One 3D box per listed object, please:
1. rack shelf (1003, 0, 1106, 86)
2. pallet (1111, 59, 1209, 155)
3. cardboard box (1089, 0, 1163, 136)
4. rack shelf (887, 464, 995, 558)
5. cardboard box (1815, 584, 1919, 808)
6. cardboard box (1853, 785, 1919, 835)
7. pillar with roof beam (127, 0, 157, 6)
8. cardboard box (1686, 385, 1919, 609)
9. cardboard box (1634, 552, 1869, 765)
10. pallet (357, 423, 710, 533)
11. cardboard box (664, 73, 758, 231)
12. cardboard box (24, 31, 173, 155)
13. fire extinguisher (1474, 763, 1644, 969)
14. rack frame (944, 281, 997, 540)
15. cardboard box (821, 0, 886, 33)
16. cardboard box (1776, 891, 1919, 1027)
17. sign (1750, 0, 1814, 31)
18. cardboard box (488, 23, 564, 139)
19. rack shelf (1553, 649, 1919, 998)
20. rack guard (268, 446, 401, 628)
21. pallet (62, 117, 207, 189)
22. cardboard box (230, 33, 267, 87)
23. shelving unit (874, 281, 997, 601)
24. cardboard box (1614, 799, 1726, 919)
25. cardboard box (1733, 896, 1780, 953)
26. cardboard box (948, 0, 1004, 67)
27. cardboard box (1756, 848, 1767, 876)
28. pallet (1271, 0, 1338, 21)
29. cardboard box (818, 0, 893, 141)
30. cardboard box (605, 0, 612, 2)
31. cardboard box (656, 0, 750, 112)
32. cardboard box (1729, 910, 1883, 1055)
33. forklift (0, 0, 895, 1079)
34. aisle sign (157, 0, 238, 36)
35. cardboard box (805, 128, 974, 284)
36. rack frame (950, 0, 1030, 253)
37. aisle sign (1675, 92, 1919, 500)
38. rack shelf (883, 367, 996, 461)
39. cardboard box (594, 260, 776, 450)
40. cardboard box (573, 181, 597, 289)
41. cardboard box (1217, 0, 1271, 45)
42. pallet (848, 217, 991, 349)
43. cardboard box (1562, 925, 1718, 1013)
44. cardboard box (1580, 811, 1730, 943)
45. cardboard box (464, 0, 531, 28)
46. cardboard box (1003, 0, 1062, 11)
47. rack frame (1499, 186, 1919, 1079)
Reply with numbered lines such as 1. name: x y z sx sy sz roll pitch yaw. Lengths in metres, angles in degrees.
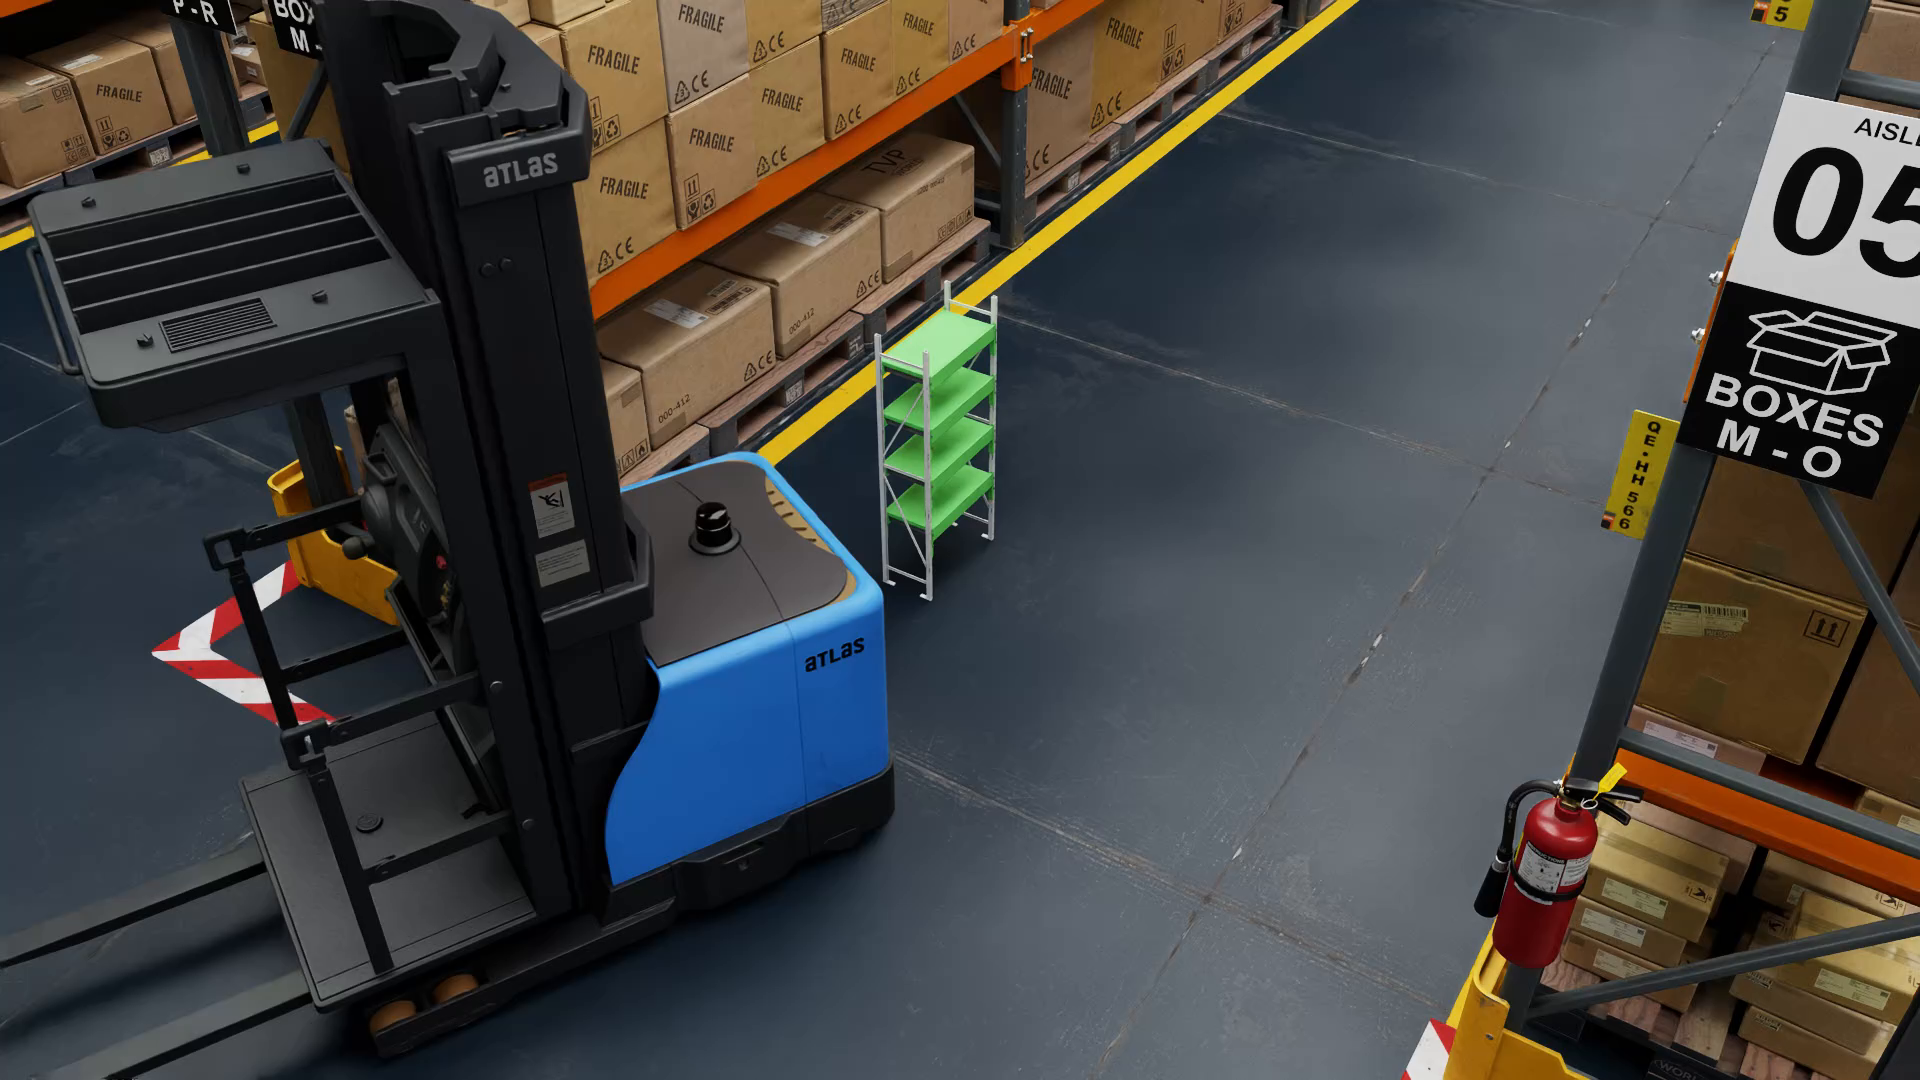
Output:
1. rack shelf: 0.980 -3.744 10.239 1.077 0.370 4.000 21 42 25
2. pallet: 0.911 -2.947 10.900 1.003 0.211 1.213 21 42 25
3. cardboard box: 0.651 -3.137 10.258 0.875 0.875 0.875 22 43 26
4. rack shelf: -0.089 -0.149 6.959 0.258 0.148 0.480 21 42 25
5. cardboard box: 2.473 0.333 4.036 0.500 0.500 0.500 23 43 27
6. cardboard box: 2.450 0.671 4.128 0.380 0.149 0.250 21 42 25
7. pillar with roof beam: -1.784 -5.523 7.044 9.100 9.000 0.400 21 42 25
8. cardboard box: 2.035 -0.239 3.959 0.500 0.500 0.500 20 42 24
9. cardboard box: 2.023 0.158 4.262 0.500 0.500 0.500 22 43 26
10. pallet: -1.872 -0.269 7.426 1.003 0.211 1.213 21 42 25
11. cardboard box: -1.200 -1.655 6.858 0.500 0.500 0.500 21 42 25
12. cardboard box: -5.161 -2.686 9.980 0.500 0.500 0.500 22 43 26
13. fire extinguisher: 1.475 0.789 4.139 0.296 0.674 0.183 21 42 25
14. rack frame: 0.042 -0.516 6.936 0.240 1.200 0.015 21 42 25
15. cardboard box: -0.654 -2.575 7.233 0.500 0.500 0.500 22 43 26
16. cardboard box: 2.567 1.200 4.741 0.380 0.149 0.250 19 42 23
17. sign: 1.542 -1.099 3.037 0.100 0.325 0.005 21 42 25
18. cardboard box: -1.737 -1.525 5.871 0.500 0.500 0.500 20 42 24
19. rack shelf: 3.071 -0.115 5.531 1.077 0.370 4.000 21 42 25
20. rack guard: -2.247 0.067 6.754 1.175 0.500 0.348 21 42 25
21. pallet: -5.306 -2.530 10.359 1.003 0.211 1.213 21 42 25
22. cardboard box: -4.526 -3.136 10.756 0.396 0.266 0.258 23 43 27
23. shelving unit: -0.089 -0.390 6.773 0.258 1.200 0.503 21 42 25
24. cardboard box: 2.227 0.994 5.251 0.380 0.149 0.250 20 42 24
25. cardboard box: 2.622 1.267 5.141 0.380 0.149 0.250 21 42 25
26. cardboard box: -0.124 -2.715 8.233 0.500 0.500 0.500 22 43 26
27. cardboard box: 2.748 1.012 5.227 0.380 0.149 0.250 22 43 26
28. pallet: 2.472 -4.358 12.730 1.003 0.211 1.213 21 42 25
29. cardboard box: -0.652 -2.184 7.544 0.500 0.500 0.500 21 42 24
30. cardboard box: -1.368 -2.117 6.107 0.380 0.149 0.250 20 42 24
31. cardboard box: -1.197 -2.062 6.567 0.500 0.500 0.500 21 42 25
32. cardboard box: 2.497 1.290 4.867 0.380 0.149 0.250 23 43 27
33. forklift: -1.759 0.066 4.764 3.031 2.935 1.130 -20 42 -24
34. aisle sign: -2.535 -2.029 5.297 0.394 0.787 0.004 21 42 25
35. cardboard box: -0.518 -1.861 8.961 0.875 0.438 0.875 21 42 24
36. rack frame: -0.091 -2.998 8.682 1.000 3.000 0.127 21 42 25
37. aisle sign: 1.707 -0.459 3.259 0.394 0.787 0.004 21 42 25
38. rack shelf: -0.089 -0.529 6.665 0.258 0.148 0.480 21 42 25
39. cardboard box: -1.482 -0.935 7.760 0.875 0.438 0.875 22 43 26
40. cardboard box: -1.735 -1.129 6.175 0.500 0.500 0.500 21 42 25
41. cardboard box: 1.611 -4.056 11.450 0.875 0.875 0.875 21 42 25
42. pallet: -0.565 -1.527 9.058 1.003 0.211 1.213 21 42 25
43. cardboard box: 2.105 1.255 5.157 0.380 0.149 0.250 22 43 26
44. cardboard box: 2.069 1.003 4.996 0.380 0.149 0.250 22 43 26
45. cardboard box: -1.730 -1.879 5.798 0.380 0.149 0.250 22 43 26
46. cardboard box: 0.367 -3.079 8.910 0.500 0.250 0.500 20 42 24
47. rack frame: 1.999 0.631 3.974 1.000 3.000 0.127 21 42 25
